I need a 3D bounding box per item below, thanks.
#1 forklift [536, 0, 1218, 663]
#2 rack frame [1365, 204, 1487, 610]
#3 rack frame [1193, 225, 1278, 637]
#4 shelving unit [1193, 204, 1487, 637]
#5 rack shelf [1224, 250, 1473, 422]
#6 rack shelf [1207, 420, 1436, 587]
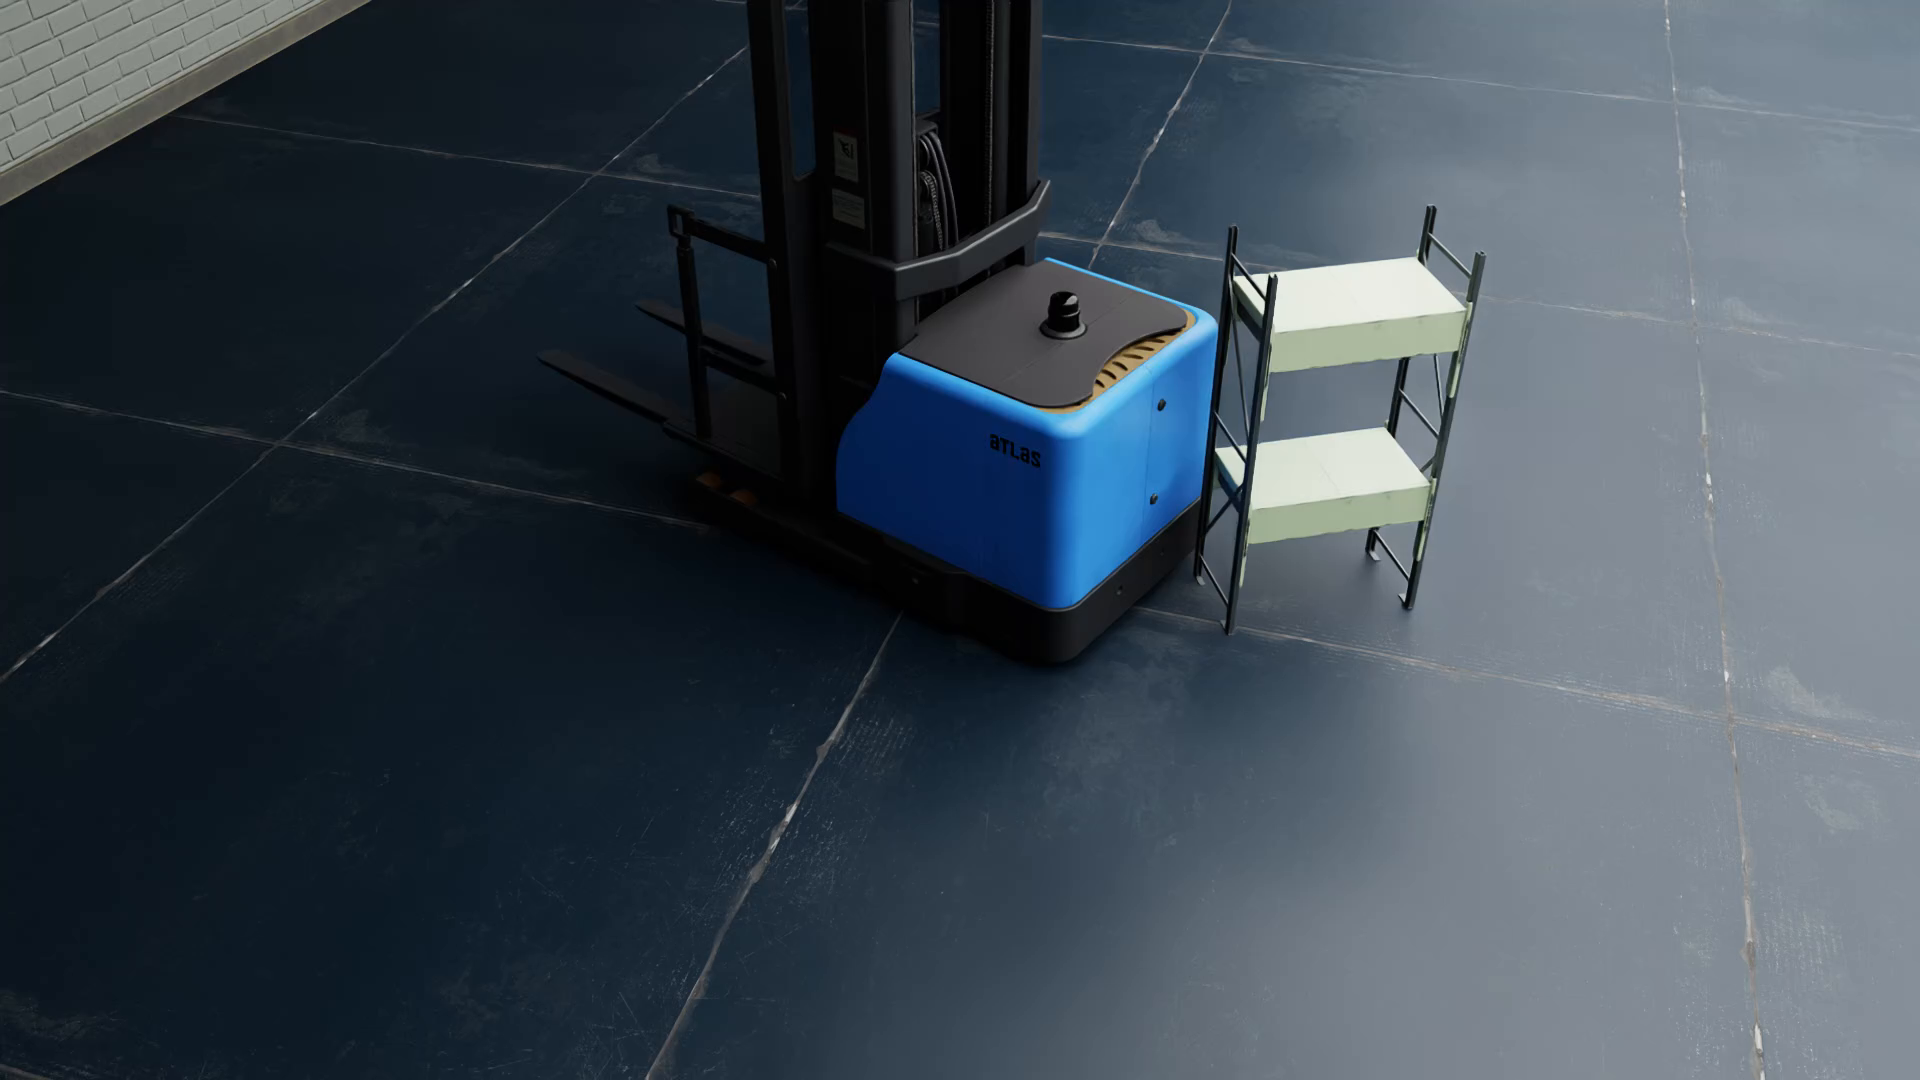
[{"bbox_3d":[-0.517,-1.446,6.242,3.031,2.935,1.130,25,43,29],"label":"forklift"},{"bbox_3d":[1.688,-0.453,6.100,0.023,1.500,0.400,-8,37,-10],"label":"rack frame"},{"bbox_3d":[0.974,-0.357,5.969,0.023,1.500,0.400,-8,37,-10],"label":"rack frame"},{"bbox_3d":[1.331,-0.405,6.035,0.755,1.500,0.431,-8,37,-10],"label":"shelving unit"},{"bbox_3d":[1.331,-0.719,5.803,0.720,0.370,0.431,-8,37,-10],"label":"rack shelf"},{"bbox_3d":[1.331,-0.142,6.228,0.720,0.370,0.431,-8,37,-10],"label":"rack shelf"}]
